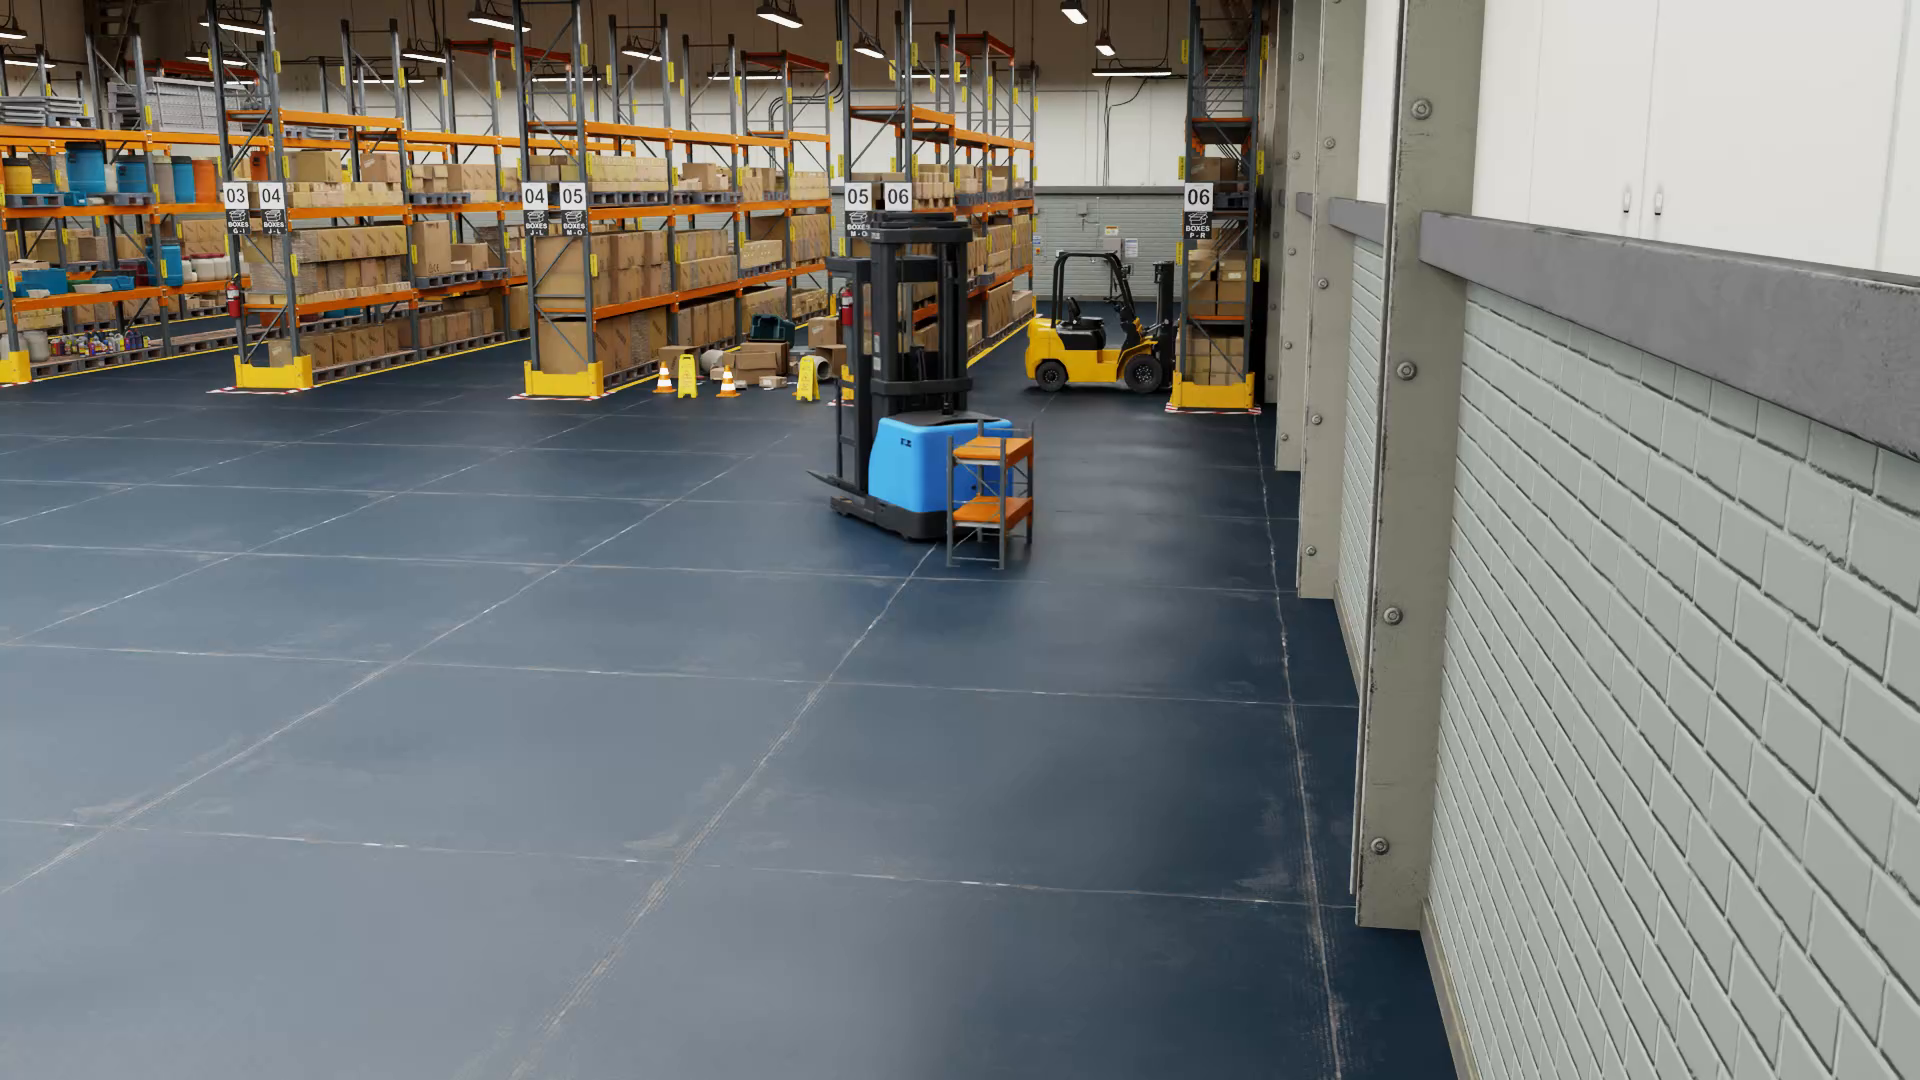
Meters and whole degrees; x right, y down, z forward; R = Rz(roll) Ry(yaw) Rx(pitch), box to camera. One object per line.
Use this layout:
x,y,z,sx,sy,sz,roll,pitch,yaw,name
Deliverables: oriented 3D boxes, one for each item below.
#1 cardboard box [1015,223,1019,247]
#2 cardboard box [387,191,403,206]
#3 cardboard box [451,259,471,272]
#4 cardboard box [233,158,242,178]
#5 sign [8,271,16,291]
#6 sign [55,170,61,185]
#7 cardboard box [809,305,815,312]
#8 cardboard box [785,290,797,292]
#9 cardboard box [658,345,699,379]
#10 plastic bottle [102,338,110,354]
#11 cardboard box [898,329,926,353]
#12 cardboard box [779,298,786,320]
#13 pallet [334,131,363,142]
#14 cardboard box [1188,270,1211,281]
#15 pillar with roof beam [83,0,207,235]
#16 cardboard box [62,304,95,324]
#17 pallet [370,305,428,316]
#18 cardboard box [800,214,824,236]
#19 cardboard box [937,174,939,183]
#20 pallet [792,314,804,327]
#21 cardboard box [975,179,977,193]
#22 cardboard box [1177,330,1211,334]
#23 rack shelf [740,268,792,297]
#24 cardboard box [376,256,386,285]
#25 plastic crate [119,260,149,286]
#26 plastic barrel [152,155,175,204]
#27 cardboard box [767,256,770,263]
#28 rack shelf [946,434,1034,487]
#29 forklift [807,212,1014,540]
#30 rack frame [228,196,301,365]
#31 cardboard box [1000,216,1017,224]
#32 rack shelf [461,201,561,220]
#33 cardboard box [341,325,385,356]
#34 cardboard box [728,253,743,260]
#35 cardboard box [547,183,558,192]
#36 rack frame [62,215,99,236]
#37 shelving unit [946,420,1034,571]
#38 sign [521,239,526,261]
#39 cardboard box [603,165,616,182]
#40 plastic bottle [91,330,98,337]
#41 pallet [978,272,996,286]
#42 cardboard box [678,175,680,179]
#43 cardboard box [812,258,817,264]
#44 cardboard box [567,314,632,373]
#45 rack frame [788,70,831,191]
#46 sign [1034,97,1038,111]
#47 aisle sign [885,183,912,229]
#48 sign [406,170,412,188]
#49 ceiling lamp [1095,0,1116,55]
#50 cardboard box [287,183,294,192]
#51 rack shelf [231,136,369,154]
1.040,-6.822,37.173,0.500,0.500,0.500,2,12,8,cardboard box
-10.191,-6.033,29.361,0.500,0.250,0.500,2,12,11,cardboard box
-9.753,-5.360,32.323,0.396,0.266,0.258,2,12,7,cardboard box
-18.544,-9.358,41.824,0.700,0.500,0.500,2,12,9,cardboard box
-15.345,-4.188,26.906,0.100,0.325,0.005,2,12,9,sign
-19.004,-7.636,35.027,0.100,0.325,0.005,2,12,9,sign
-3.652,-5.483,39.342,0.380,0.149,0.250,2,12,10,cardboard box
-4.109,-5.900,39.866,0.380,0.149,0.250,1,12,6,cardboard box
-4.718,-2.985,27.907,0.500,0.500,0.500,4,13,18,cardboard box
-15.202,-3.454,29.591,0.097,0.271,0.097,0,12,0,plastic bottle
-0.801,-2.981,25.714,0.500,0.500,0.500,1,12,7,cardboard box
-4.128,-5.048,36.491,0.500,0.500,0.500,2,12,8,cardboard box
-14.139,-9.041,37.239,1.003,0.211,1.213,2,12,9,pallet
3.480,-3.877,24.343,0.380,0.149,0.250,2,12,9,cardboard box
-19.402,-11.106,45.425,9.100,9.000,0.548,2,12,9,pillar with roof beam
-19.199,-4.977,36.111,0.500,0.500,0.500,2,12,11,cardboard box
-13.782,-5.615,40.805,1.003,0.211,1.213,2,12,9,pallet
-3.550,-7.534,39.773,0.500,0.500,0.500,1,12,7,cardboard box
-0.552,-5.810,26.675,0.380,0.149,0.250,2,12,9,cardboard box
-4.194,-5.005,37.973,1.003,0.211,1.213,2,12,9,pallet
0.032,-6.341,29.790,0.500,0.250,0.500,2,12,8,cardboard box
3.607,-3.097,25.659,0.500,0.250,0.500,2,12,9,cardboard box
-4.570,-5.459,35.169,1.077,0.370,4.000,2,12,9,rack shelf
-10.620,-4.743,29.196,0.875,0.500,0.500,2,12,9,cardboard box
-15.500,-5.046,31.392,0.402,0.464,0.583,2,12,9,plastic crate
-15.308,-6.864,31.672,0.600,0.901,0.600,0,12,0,plastic barrel
-4.284,-6.004,35.591,0.380,0.149,0.250,1,12,6,cardboard box
0.273,-0.698,14.429,0.538,0.278,1.000,3,13,15,rack shelf
-0.625,-1.698,16.172,1.130,2.935,3.031,-6,14,-27,forklift
-10.994,-3.911,26.277,1.000,3.000,0.127,2,12,9,rack frame
1.069,-7.158,37.194,0.380,0.149,0.250,2,12,8,cardboard box
-9.456,-7.107,35.696,1.077,0.370,4.000,2,12,9,rack shelf
-10.560,-3.525,29.425,0.500,0.500,0.500,6,14,27,cardboard box
-4.605,-5.716,33.549,0.380,0.149,0.250,2,12,11,cardboard box
-6.392,-5.407,25.462,0.380,0.149,0.250,2,12,9,cardboard box
-23.216,-7.723,43.966,1.000,3.000,0.127,2,12,9,rack frame
0.273,-0.412,14.491,0.538,1.125,1.048,3,13,15,shelving unit
-6.642,-4.431,25.382,0.100,0.325,0.005,2,12,9,sign
-5.704,-5.720,25.966,0.500,0.250,0.500,2,12,8,cardboard box
-15.807,-3.670,30.401,0.144,0.351,0.185,2,12,10,plastic bottle
0.025,-5.010,31.830,1.213,0.211,1.003,2,12,9,pallet
-5.441,-6.611,30.662,0.500,0.311,0.500,1,12,7,cardboard box
-3.603,-6.649,39.578,0.380,0.149,0.250,1,12,6,cardboard box
-5.936,-3.222,27.129,0.875,0.875,0.875,2,12,8,cardboard box
-3.647,-9.992,40.257,1.000,3.000,0.127,2,12,9,rack frame
1.793,-10.328,39.408,0.100,0.325,0.005,2,12,9,sign
-0.905,-4.838,24.407,0.394,0.787,0.004,2,12,9,aisle sign
-9.841,-6.447,29.696,0.100,0.325,0.005,2,12,9,sign
3.249,-11.611,33.909,0.800,3.185,2.000,2,12,9,ceiling lamp
-10.723,-5.549,26.166,0.380,0.149,0.250,2,12,8,cardboard box
-14.350,-8.539,36.167,1.077,0.370,4.000,2,12,9,rack shelf
